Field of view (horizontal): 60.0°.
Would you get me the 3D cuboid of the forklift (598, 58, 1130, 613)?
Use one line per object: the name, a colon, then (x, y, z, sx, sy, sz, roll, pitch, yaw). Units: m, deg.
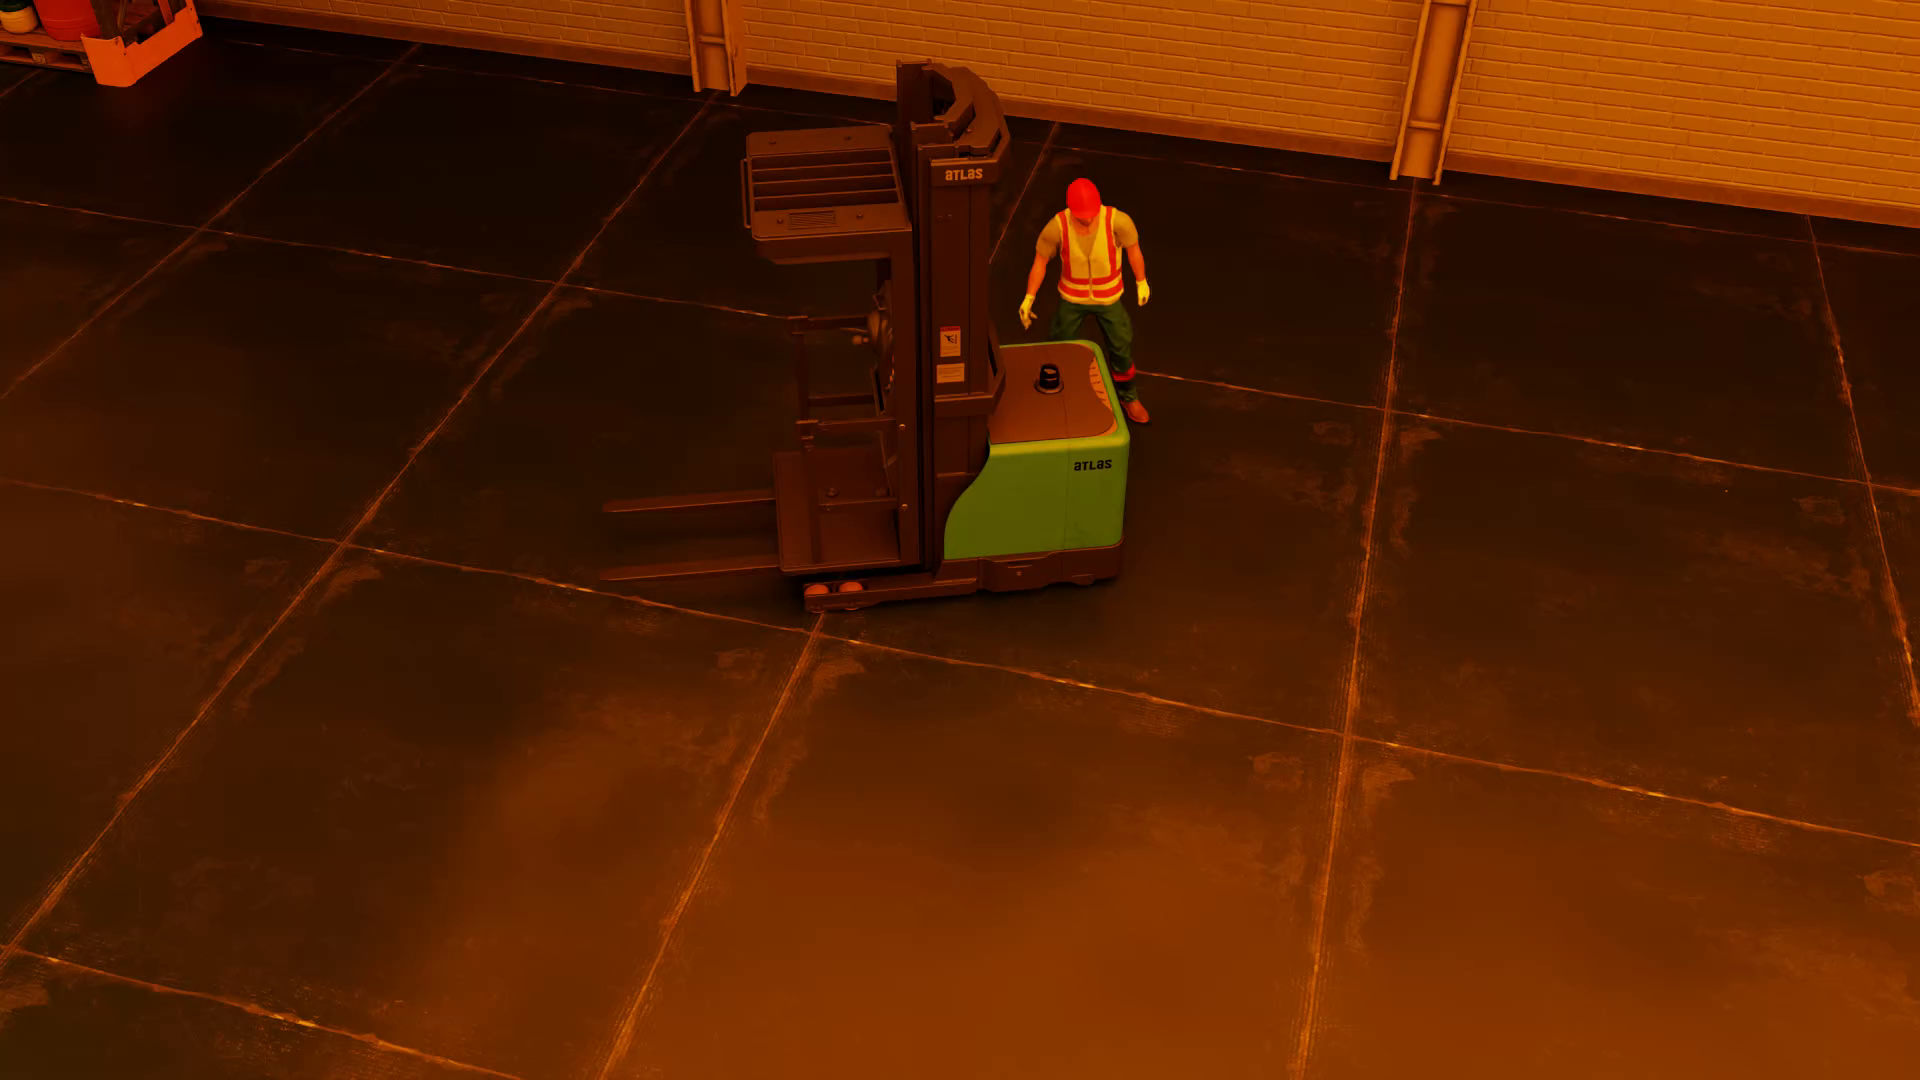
forklift: (-0.604, -1.052, 9.062, 3.031, 2.935, 1.130, -5, 41, -5)

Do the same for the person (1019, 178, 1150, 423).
person: (0.812, -1.508, 10.476, 0.877, 1.752, 0.429, 1, 41, 2)
